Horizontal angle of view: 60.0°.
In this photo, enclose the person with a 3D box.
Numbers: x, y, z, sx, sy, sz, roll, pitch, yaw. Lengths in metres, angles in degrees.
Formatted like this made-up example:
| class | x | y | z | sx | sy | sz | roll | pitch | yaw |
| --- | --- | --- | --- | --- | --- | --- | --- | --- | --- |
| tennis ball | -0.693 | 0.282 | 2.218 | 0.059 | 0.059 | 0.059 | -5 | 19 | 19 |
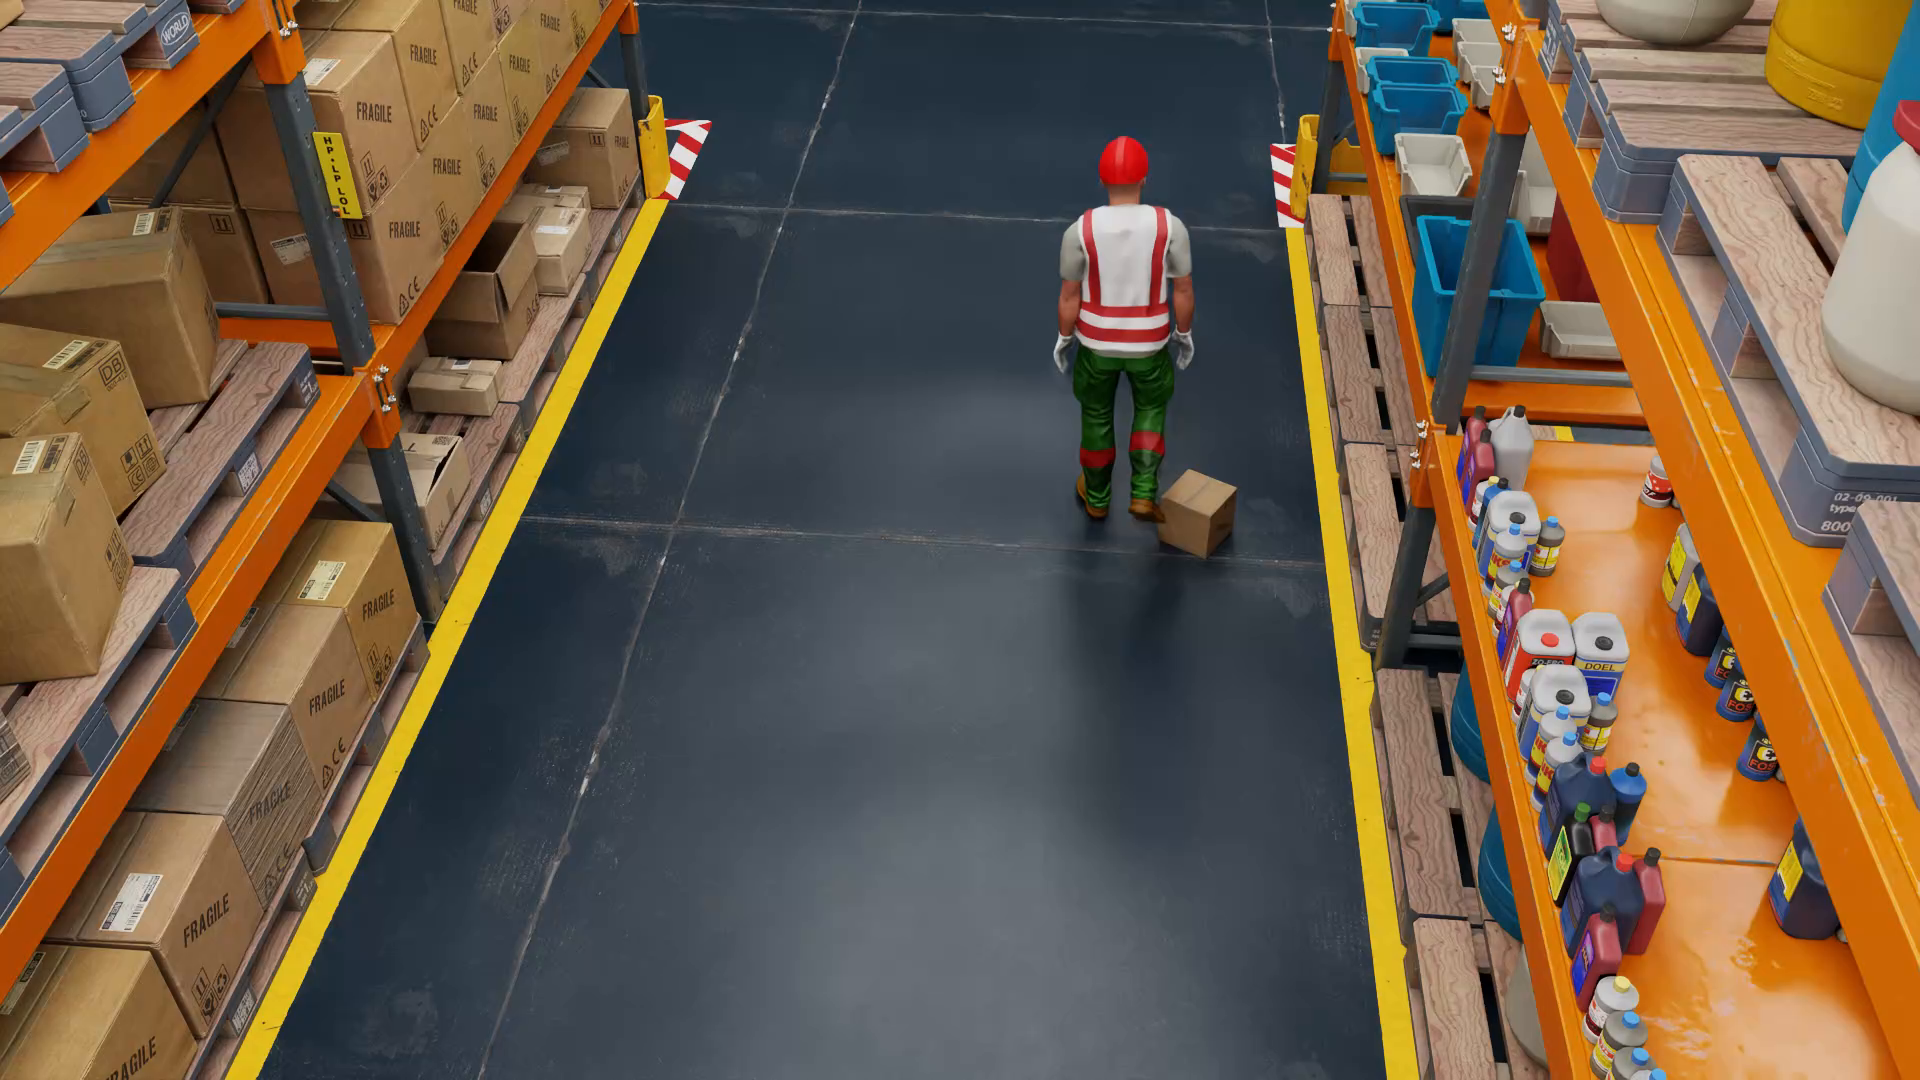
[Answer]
| class | x | y | z | sx | sy | sz | roll | pitch | yaw |
| --- | --- | --- | --- | --- | --- | --- | --- | --- | --- |
| person | 0.705 | -0.811 | 7.091 | 0.601 | 1.776 | 0.665 | 1 | 40 | 1 |
